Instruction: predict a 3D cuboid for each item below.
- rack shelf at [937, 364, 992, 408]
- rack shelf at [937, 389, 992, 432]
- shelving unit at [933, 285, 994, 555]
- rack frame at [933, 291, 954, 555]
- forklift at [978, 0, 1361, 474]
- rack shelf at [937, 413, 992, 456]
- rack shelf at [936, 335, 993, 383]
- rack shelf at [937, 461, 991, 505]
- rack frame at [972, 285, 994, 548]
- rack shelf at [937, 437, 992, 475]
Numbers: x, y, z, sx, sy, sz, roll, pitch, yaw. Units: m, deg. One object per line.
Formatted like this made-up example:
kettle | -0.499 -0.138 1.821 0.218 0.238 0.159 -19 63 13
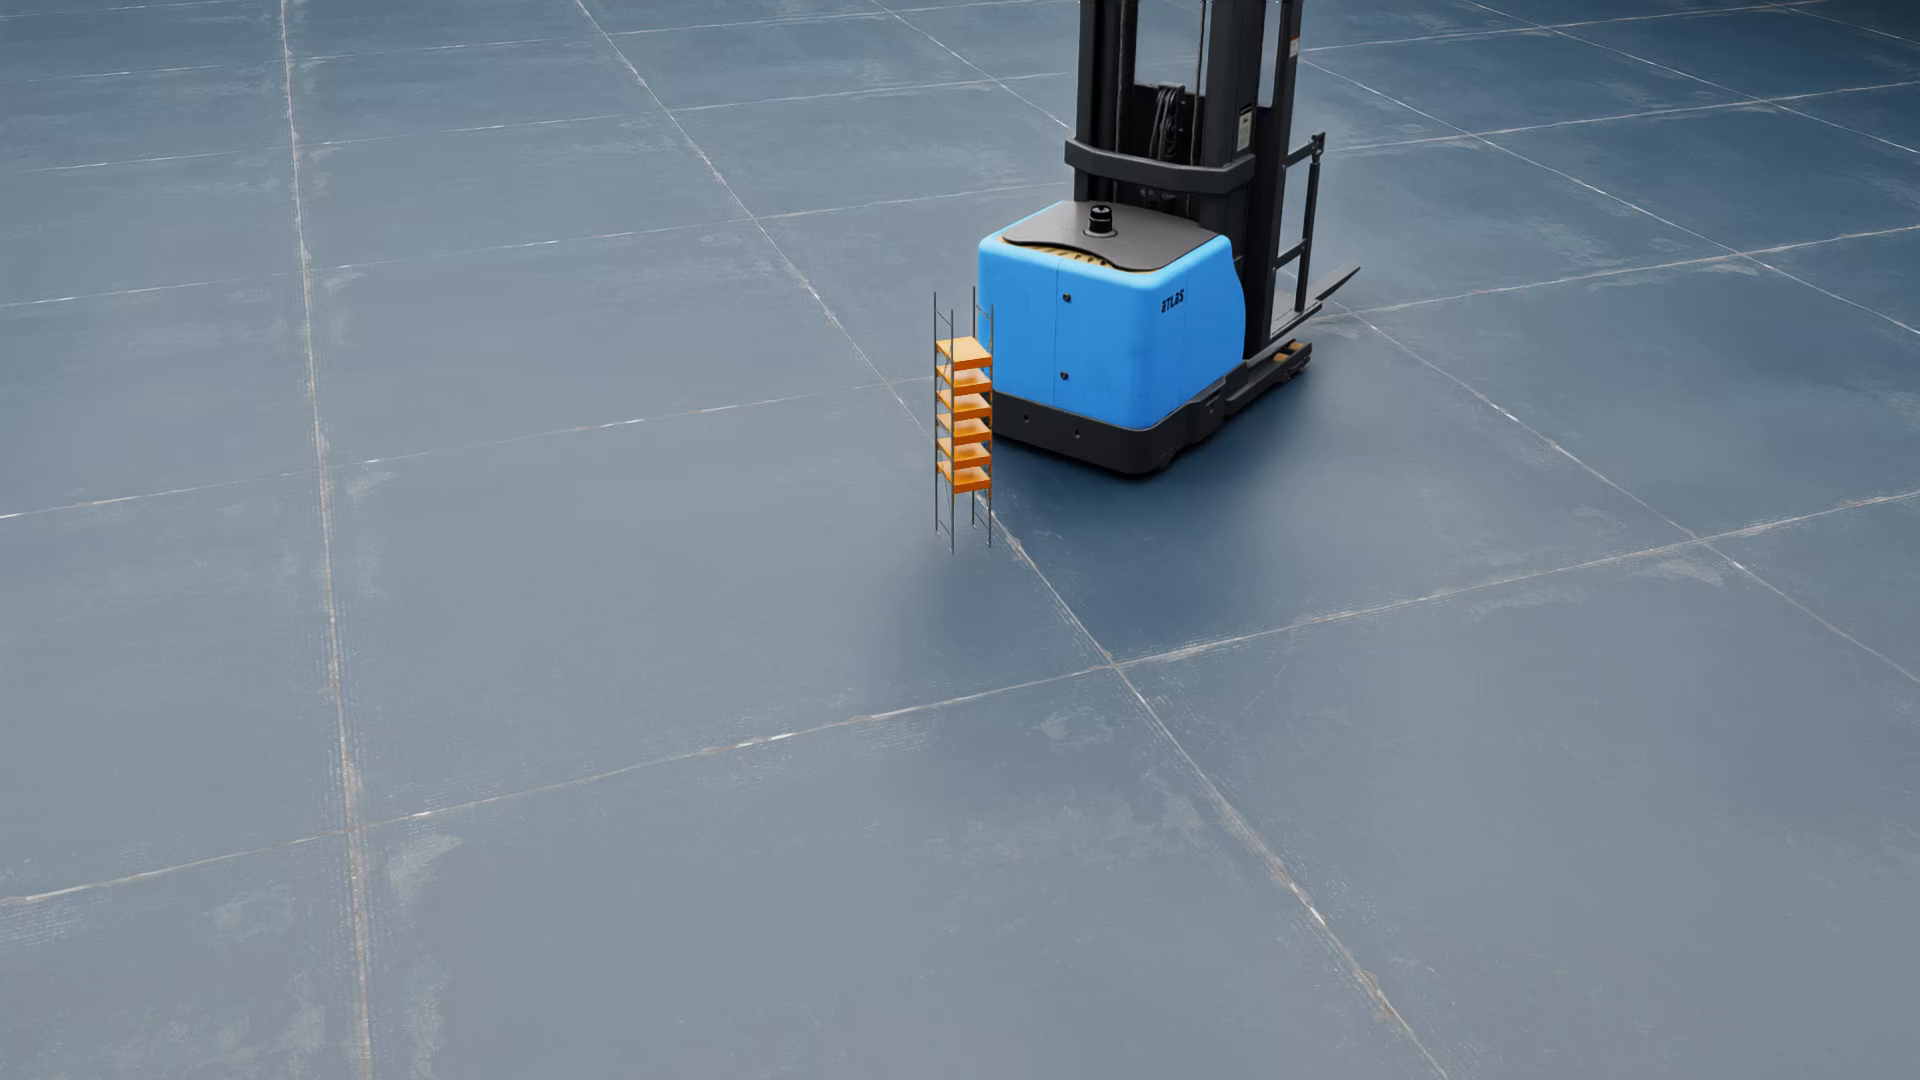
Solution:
rack shelf | 0.014 -0.694 7.361 0.180 0.103 0.258 -10 31 -18
rack shelf | 0.014 -0.589 7.420 0.180 0.103 0.258 -10 31 -18
shelving unit | 0.014 -0.524 7.457 0.189 1.200 0.258 -10 31 -18
rack frame | -0.072 -0.508 7.430 0.006 1.200 0.240 -10 31 -18
forklift | 1.336 -2.274 8.780 1.130 2.935 3.031 19 35 30
rack shelf | 0.014 -0.485 7.479 0.180 0.103 0.258 -10 31 -18
rack shelf | 0.014 -0.798 7.301 0.180 0.103 0.258 -10 31 -18
rack shelf | 0.014 -0.277 7.598 0.180 0.103 0.258 -10 31 -18
rack frame | 0.099 -0.540 7.485 0.006 1.200 0.240 -10 31 -18
rack shelf | 0.014 -0.381 7.539 0.180 0.103 0.258 -10 31 -18
